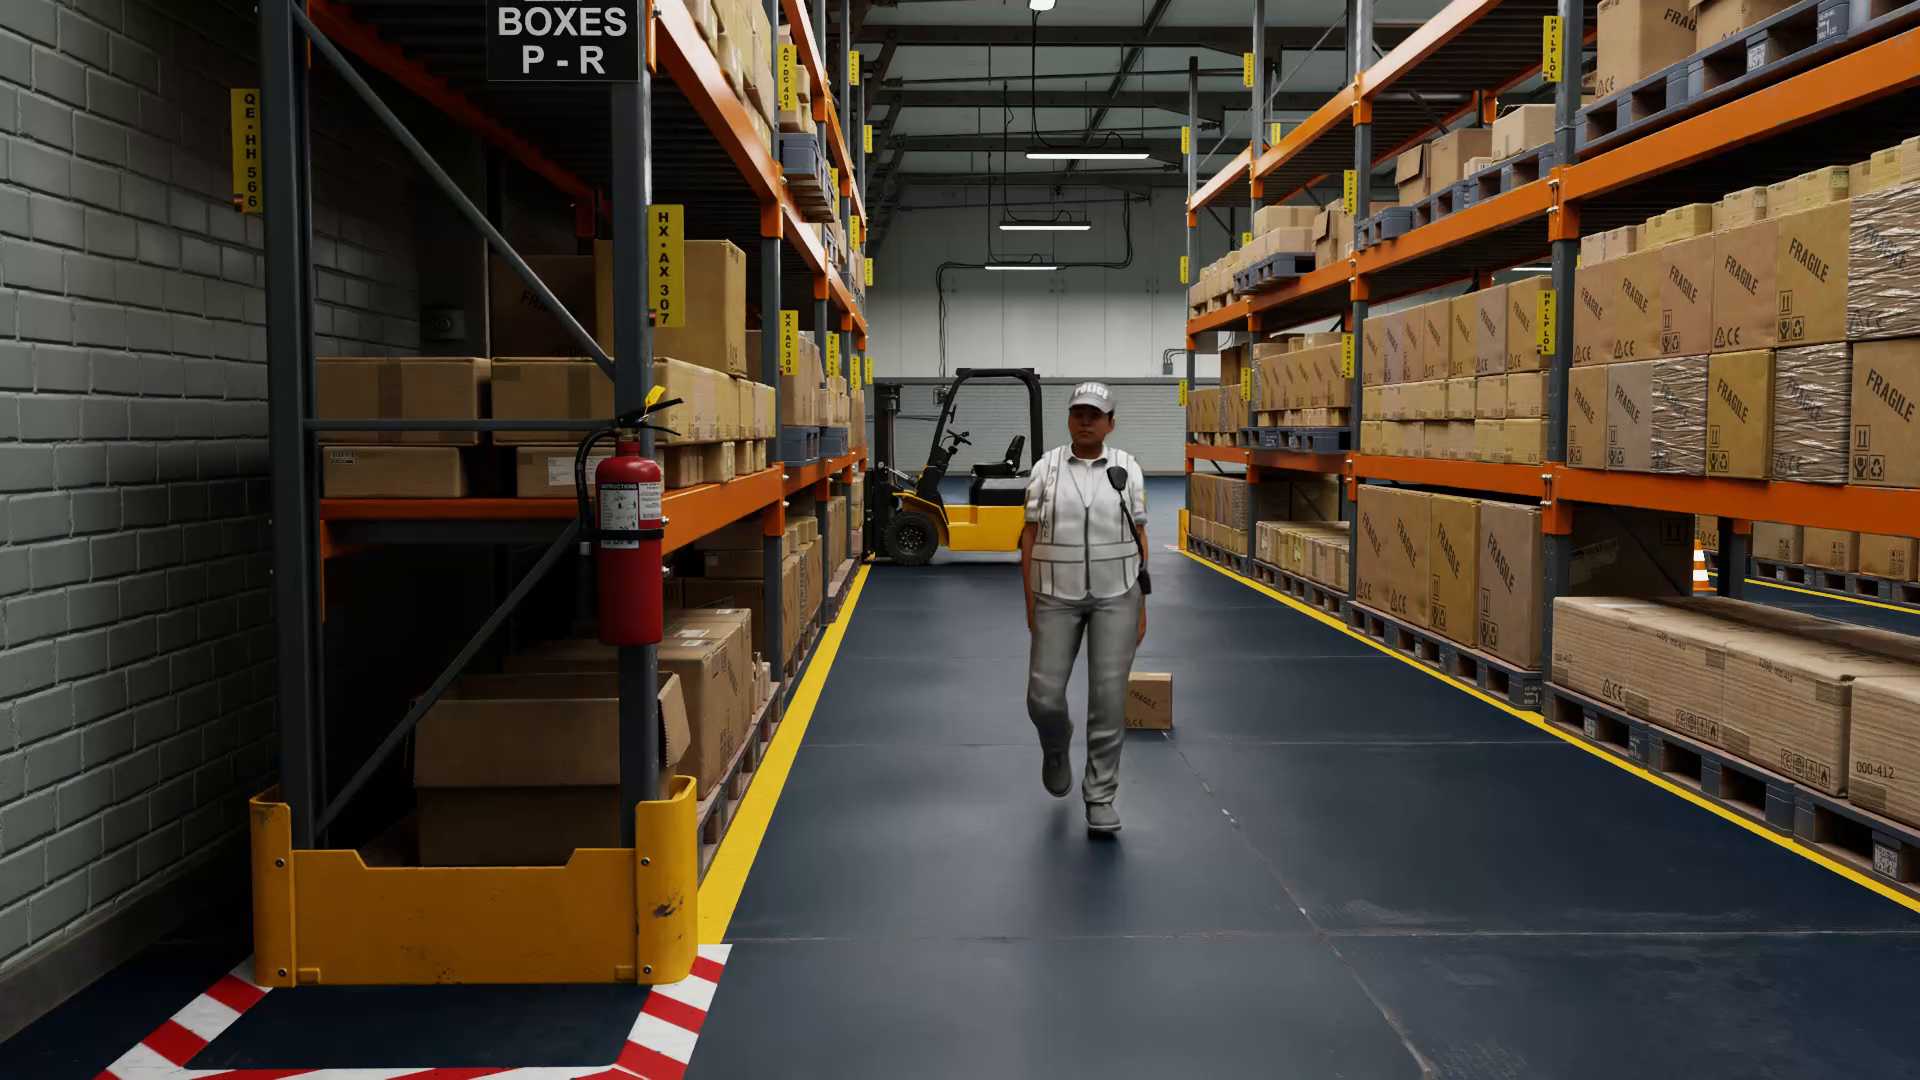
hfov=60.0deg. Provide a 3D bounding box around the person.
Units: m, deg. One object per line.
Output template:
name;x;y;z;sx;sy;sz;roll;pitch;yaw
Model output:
person;0.476;0.230;6.296;0.488;1.647;0.608;0;4;3
